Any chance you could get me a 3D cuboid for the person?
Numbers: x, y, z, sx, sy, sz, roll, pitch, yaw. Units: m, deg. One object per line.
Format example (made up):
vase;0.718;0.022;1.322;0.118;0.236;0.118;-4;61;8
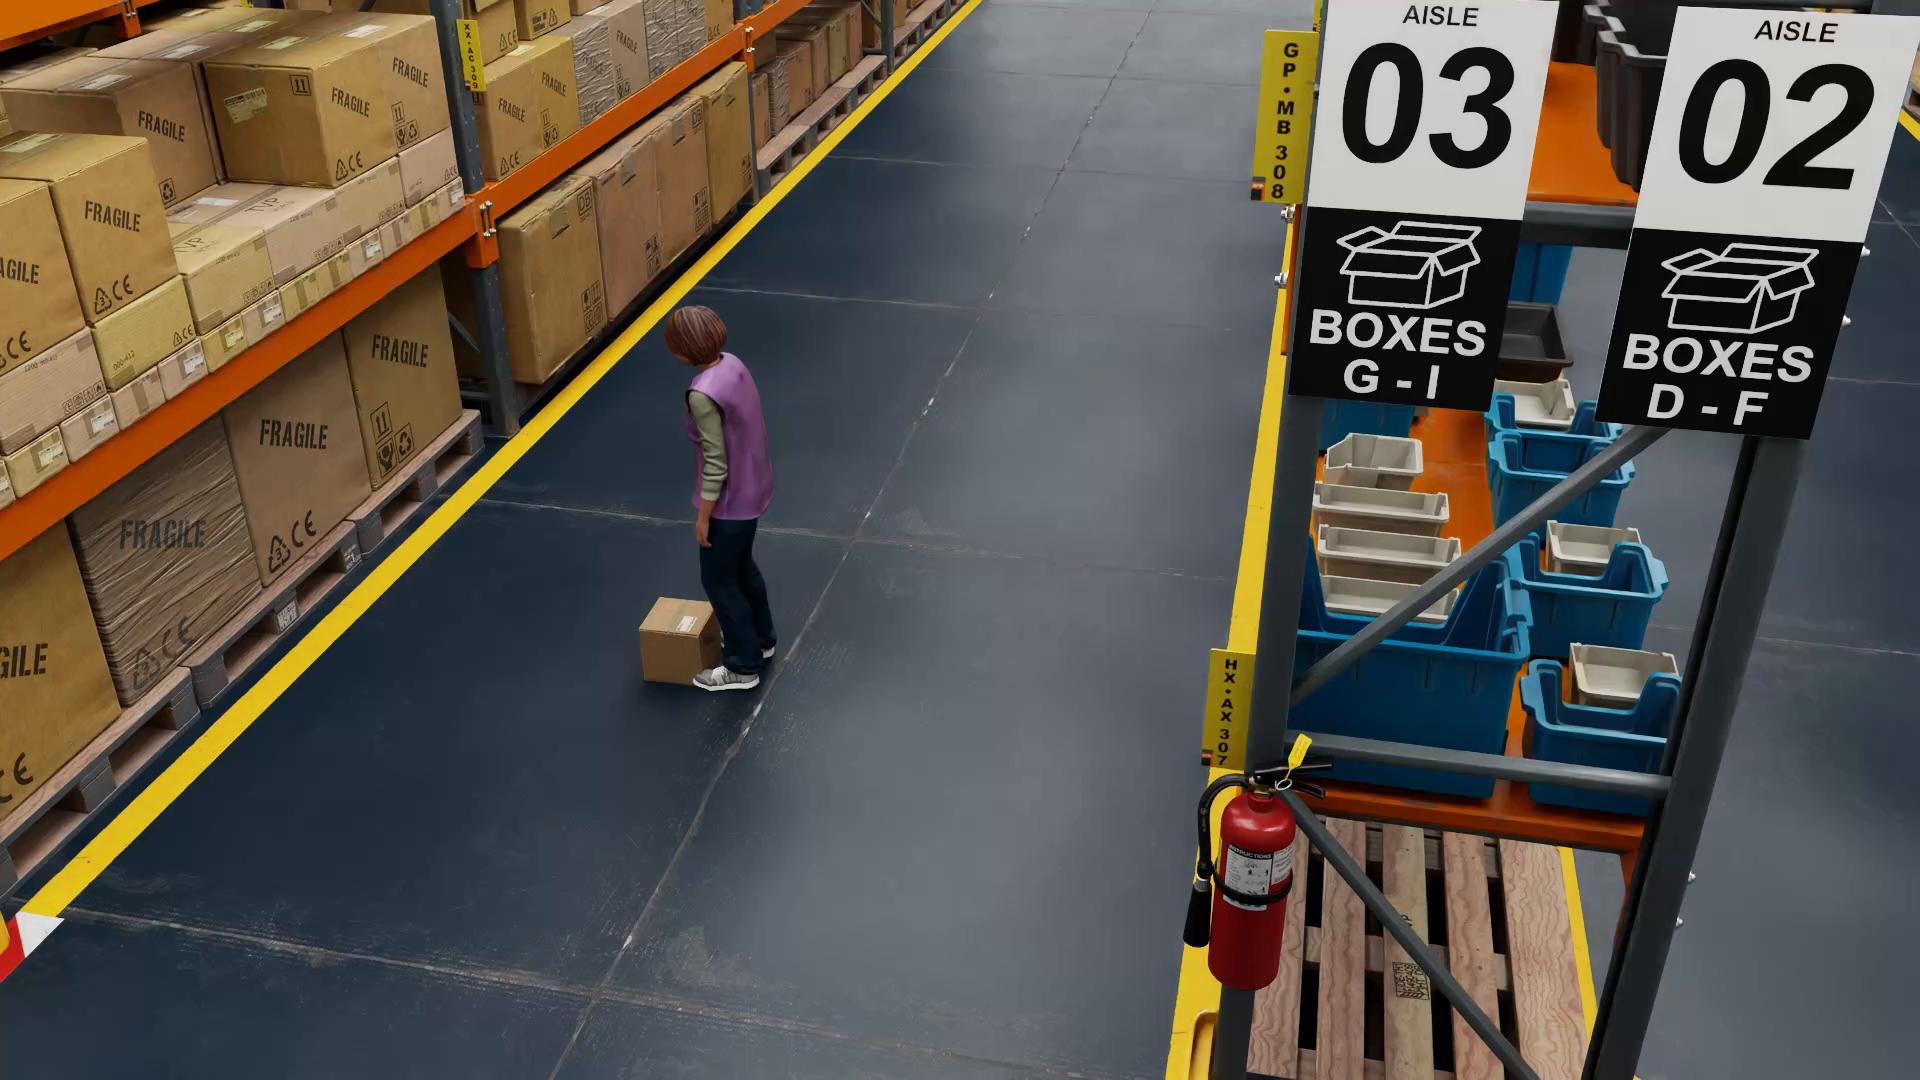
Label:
person;-0.901;-0.152;6.410;0.350;1.591;0.469;6;30;10
